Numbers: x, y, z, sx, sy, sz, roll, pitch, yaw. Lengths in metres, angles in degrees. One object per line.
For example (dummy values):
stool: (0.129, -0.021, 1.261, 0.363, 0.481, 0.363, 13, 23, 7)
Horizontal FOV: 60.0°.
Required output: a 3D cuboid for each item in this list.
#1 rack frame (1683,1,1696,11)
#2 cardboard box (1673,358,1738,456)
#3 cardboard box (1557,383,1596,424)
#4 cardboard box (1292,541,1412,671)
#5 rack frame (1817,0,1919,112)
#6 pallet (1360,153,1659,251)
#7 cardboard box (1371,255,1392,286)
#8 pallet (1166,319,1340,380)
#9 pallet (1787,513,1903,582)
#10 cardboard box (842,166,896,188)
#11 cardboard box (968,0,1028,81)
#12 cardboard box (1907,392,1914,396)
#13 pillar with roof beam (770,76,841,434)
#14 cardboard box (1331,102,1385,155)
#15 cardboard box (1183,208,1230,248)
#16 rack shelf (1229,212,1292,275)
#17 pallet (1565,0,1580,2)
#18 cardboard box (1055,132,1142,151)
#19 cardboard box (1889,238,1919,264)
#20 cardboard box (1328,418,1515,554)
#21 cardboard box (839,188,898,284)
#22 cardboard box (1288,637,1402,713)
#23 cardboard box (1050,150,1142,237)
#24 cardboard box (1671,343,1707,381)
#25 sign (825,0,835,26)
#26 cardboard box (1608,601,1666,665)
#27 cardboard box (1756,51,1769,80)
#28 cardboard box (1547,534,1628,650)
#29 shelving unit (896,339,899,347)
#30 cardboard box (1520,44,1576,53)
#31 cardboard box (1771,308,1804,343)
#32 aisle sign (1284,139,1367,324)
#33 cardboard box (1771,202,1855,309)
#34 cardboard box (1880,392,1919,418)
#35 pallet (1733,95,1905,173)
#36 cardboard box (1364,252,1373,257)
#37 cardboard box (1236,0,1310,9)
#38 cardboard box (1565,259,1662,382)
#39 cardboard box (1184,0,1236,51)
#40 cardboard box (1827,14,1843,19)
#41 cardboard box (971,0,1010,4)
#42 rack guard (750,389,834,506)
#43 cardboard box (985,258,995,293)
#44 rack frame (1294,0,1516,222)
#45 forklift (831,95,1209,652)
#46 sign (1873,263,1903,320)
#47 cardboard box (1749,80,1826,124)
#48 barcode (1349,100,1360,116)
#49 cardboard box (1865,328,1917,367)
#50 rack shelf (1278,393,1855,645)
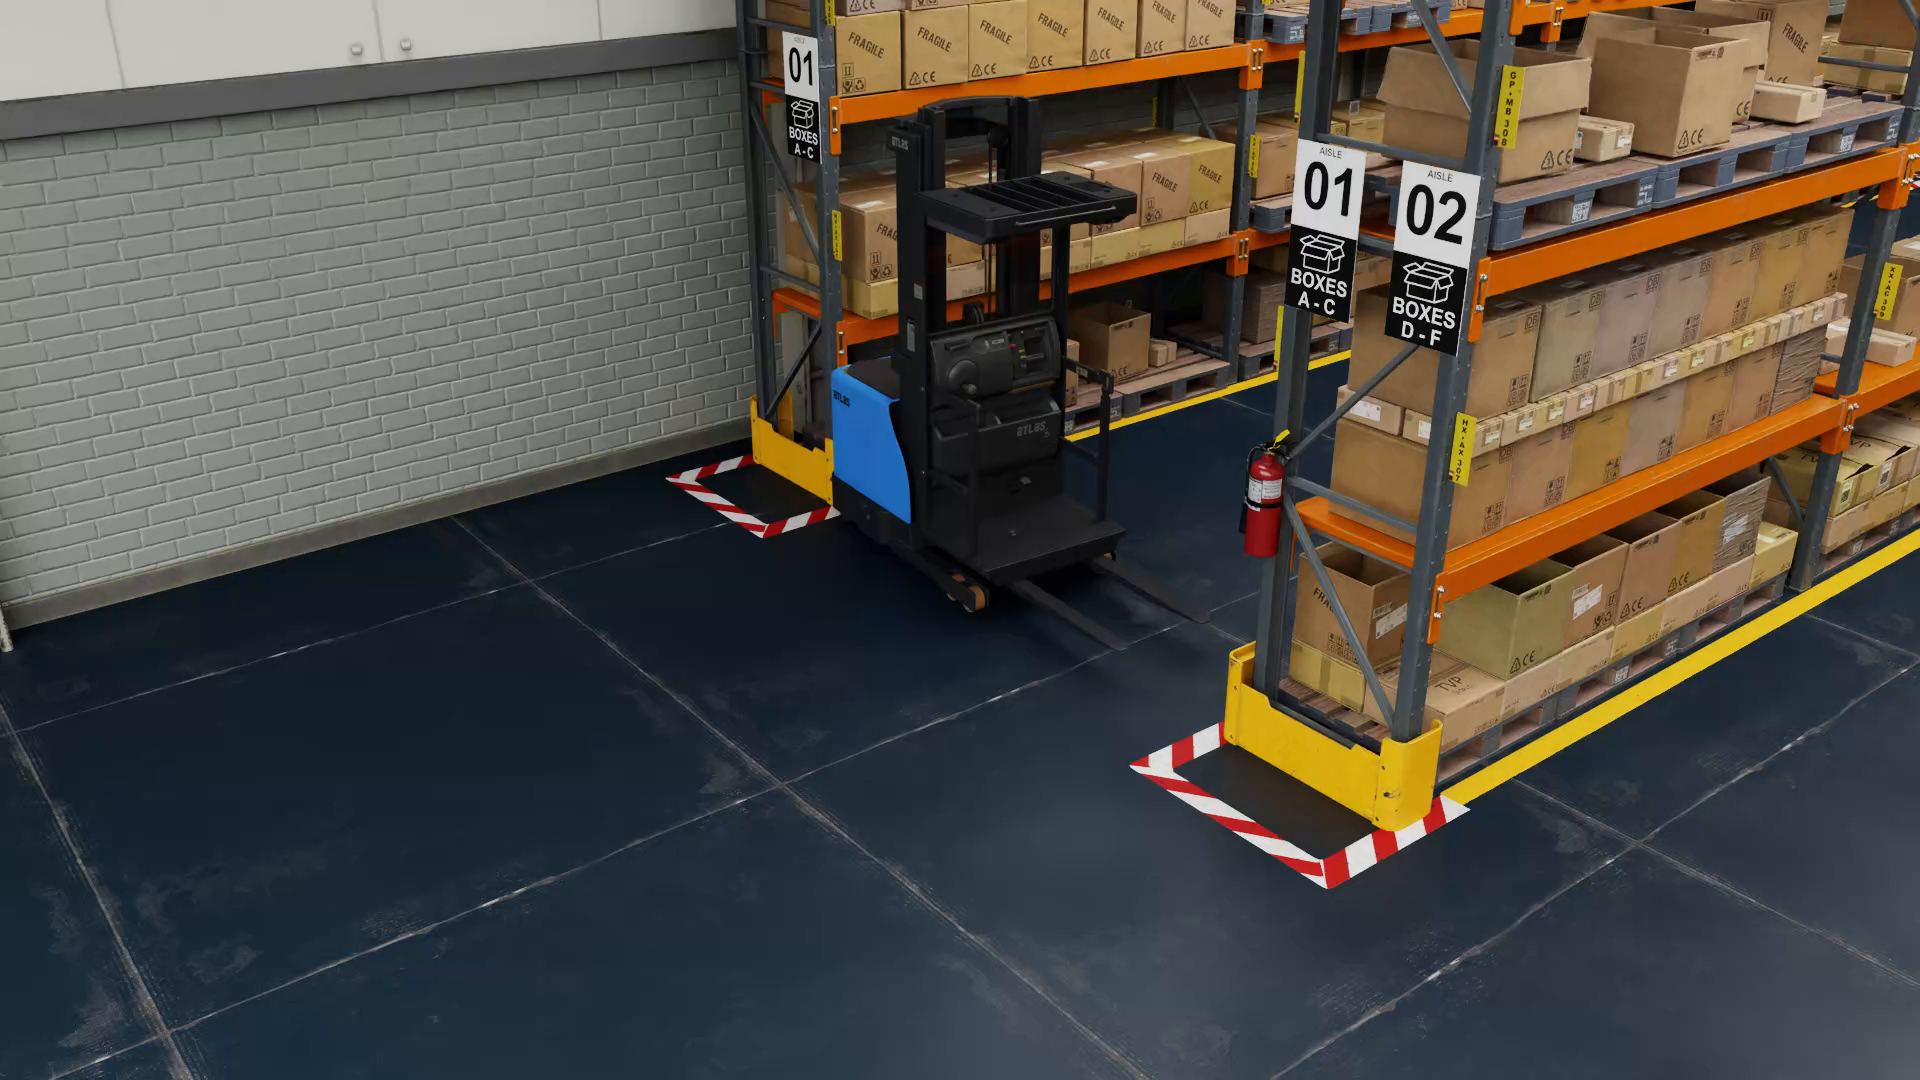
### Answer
rack frame: (8.292, -4.919, 18.286, 0.127, 3.000, 1.000, -18, 31, -34)
cardboard box: (3.903, -0.861, 9.423, 0.500, 0.500, 0.700, -18, 30, -33)
cardboard box: (2.953, -0.731, 8.372, 0.250, 0.149, 0.380, -19, 31, -35)
cardboard box: (2.147, 0.317, 8.881, 0.500, 0.500, 0.500, -18, 31, -34)
rack frame: (5.056, -3.922, 9.011, 0.127, 3.000, 1.000, -18, 31, -34)
pallet: (2.481, -1.657, 7.800, 1.213, 0.211, 1.003, -18, 31, -34)
cardboard box: (3.759, -2.508, 15.537, 0.500, 0.500, 0.700, -18, 31, -34)
pallet: (2.608, -1.779, 14.832, 1.213, 0.211, 1.003, -18, 31, -34)
pallet: (5.612, -0.140, 11.302, 1.213, 0.211, 1.003, -18, 31, -34)
cardboard box: (-0.509, -2.403, 12.129, 0.500, 0.500, 0.500, -18, 30, -33)
cardboard box: (0.117, -3.485, 11.490, 0.500, 0.500, 0.500, -17, 30, -32)
cardboard box: (6.800, -1.128, 12.218, 0.500, 0.311, 0.500, -19, 31, -35)
pillar with roof beam: (1.522, -3.565, 8.243, 0.400, 9.000, 9.100, -18, 31, -34)
cardboard box: (3.361, -3.531, 14.654, 0.500, 0.500, 0.700, -14, 28, -27)
cardboard box: (1.811, -2.559, 13.354, 0.500, 0.250, 0.500, -18, 30, -34)
rack shelf: (3.570, -3.034, 15.079, 4.000, 0.370, 1.077, -18, 31, -34)
pallet: (5.618, -5.340, 15.854, 1.003, 0.211, 1.213, -17, 30, -32)
cardboard box: (1.089, -2.936, 13.277, 0.500, 0.500, 0.500, -18, 31, -34)
cardboard box: (6.479, -1.707, 11.247, 0.500, 0.500, 0.500, -18, 30, -34)
cardboard box: (2.284, -0.324, 8.267, 0.500, 0.500, 0.700, -18, 31, -34)
cardboard box: (-0.590, -2.107, 11.491, 0.500, 0.500, 0.500, -18, 31, -34)
cardboard box: (2.148, 0.658, 9.037, 0.500, 0.250, 0.500, -18, 31, -34)
cardboard box: (1.023, -2.638, 12.635, 0.500, 0.500, 0.500, -19, 31, -35)
cardboard box: (3.767, -1.000, 8.951, 0.250, 0.149, 0.380, -17, 30, -32)
sign: (-0.816, -3.379, 10.367, 0.005, 0.325, 0.100, -18, 31, -34)
cardboard box: (3.649, 0.440, 9.506, 0.500, 0.250, 0.500, -18, 31, -34)
cardboard box: (4.072, -2.591, 9.148, 0.500, 0.311, 0.500, -20, 32, -37)
cardboard box: (3.246, 0.225, 9.080, 0.500, 0.500, 0.500, -18, 31, -34)
shelving unit: (-0.218, -0.956, 12.001, 0.252, 1.050, 0.215, -17, 15, -27)
cardboard box: (5.751, -4.747, 16.528, 0.500, 0.250, 0.500, -19, 31, -36)
cardboard box: (4.574, -1.266, 9.526, 0.250, 0.149, 0.380, -19, 31, -35)
aisle sign: (1.676, -1.421, 7.661, 0.004, 0.787, 0.394, -18, 31, -34)
cardboard box: (4.711, -1.717, 9.727, 0.500, 0.500, 0.700, -18, 30, -34)
cardboard box: (6.744, -0.823, 11.562, 0.500, 0.311, 0.500, -17, 30, -33)
pallet: (4.401, -2.291, 9.166, 1.213, 0.211, 1.003, -18, 31, -34)
cardboard box: (3.721, -2.819, 15.317, 0.500, 0.250, 0.500, -18, 31, -34)
cardboard box: (2.476, -4.553, 13.316, 0.500, 0.500, 0.500, -14, 28, -27)
cardboard box: (3.132, -1.196, 8.604, 0.500, 0.500, 0.700, -18, 30, -34)
cardboard box: (1.750, -4.042, 12.691, 0.500, 0.500, 0.500, -17, 30, -33)
cardboard box: (11.044, -5.958, 20.169, 0.700, 0.700, 0.980, -17, 30, -32)
cardboard box: (0.124, -3.940, 11.284, 0.500, 0.500, 0.500, -17, 30, -33)
rack guard: (-1.091, -0.688, 12.138, 0.348, 0.500, 1.175, -18, 31, -34)
cardboard box: (0.233, -2.034, 12.225, 0.500, 0.250, 0.500, -19, 31, -35)
rack frame: (1.909, -2.883, 6.773, 0.127, 3.000, 1.000, -18, 31, -34)
forklift: (0.345, -1.110, 10.160, 1.130, 2.935, 3.031, -16, 29, -30)
sign: (5.400, -1.446, 9.680, 0.005, 0.325, 0.100, -18, 31, -34)
cardboard box: (4.276, -2.298, 8.708, 0.250, 0.149, 0.380, -18, 31, -34)
barcode: (1.848, -2.024, 7.795, 0.075, 0.075, 0.001, -18, 31, -34)
cardboard box: (5.880, -1.249, 10.677, 0.250, 0.149, 0.380, -18, 31, -34)
rack shelf: (3.482, -0.355, 9.306, 4.000, 0.370, 1.077, -18, 31, -34)
